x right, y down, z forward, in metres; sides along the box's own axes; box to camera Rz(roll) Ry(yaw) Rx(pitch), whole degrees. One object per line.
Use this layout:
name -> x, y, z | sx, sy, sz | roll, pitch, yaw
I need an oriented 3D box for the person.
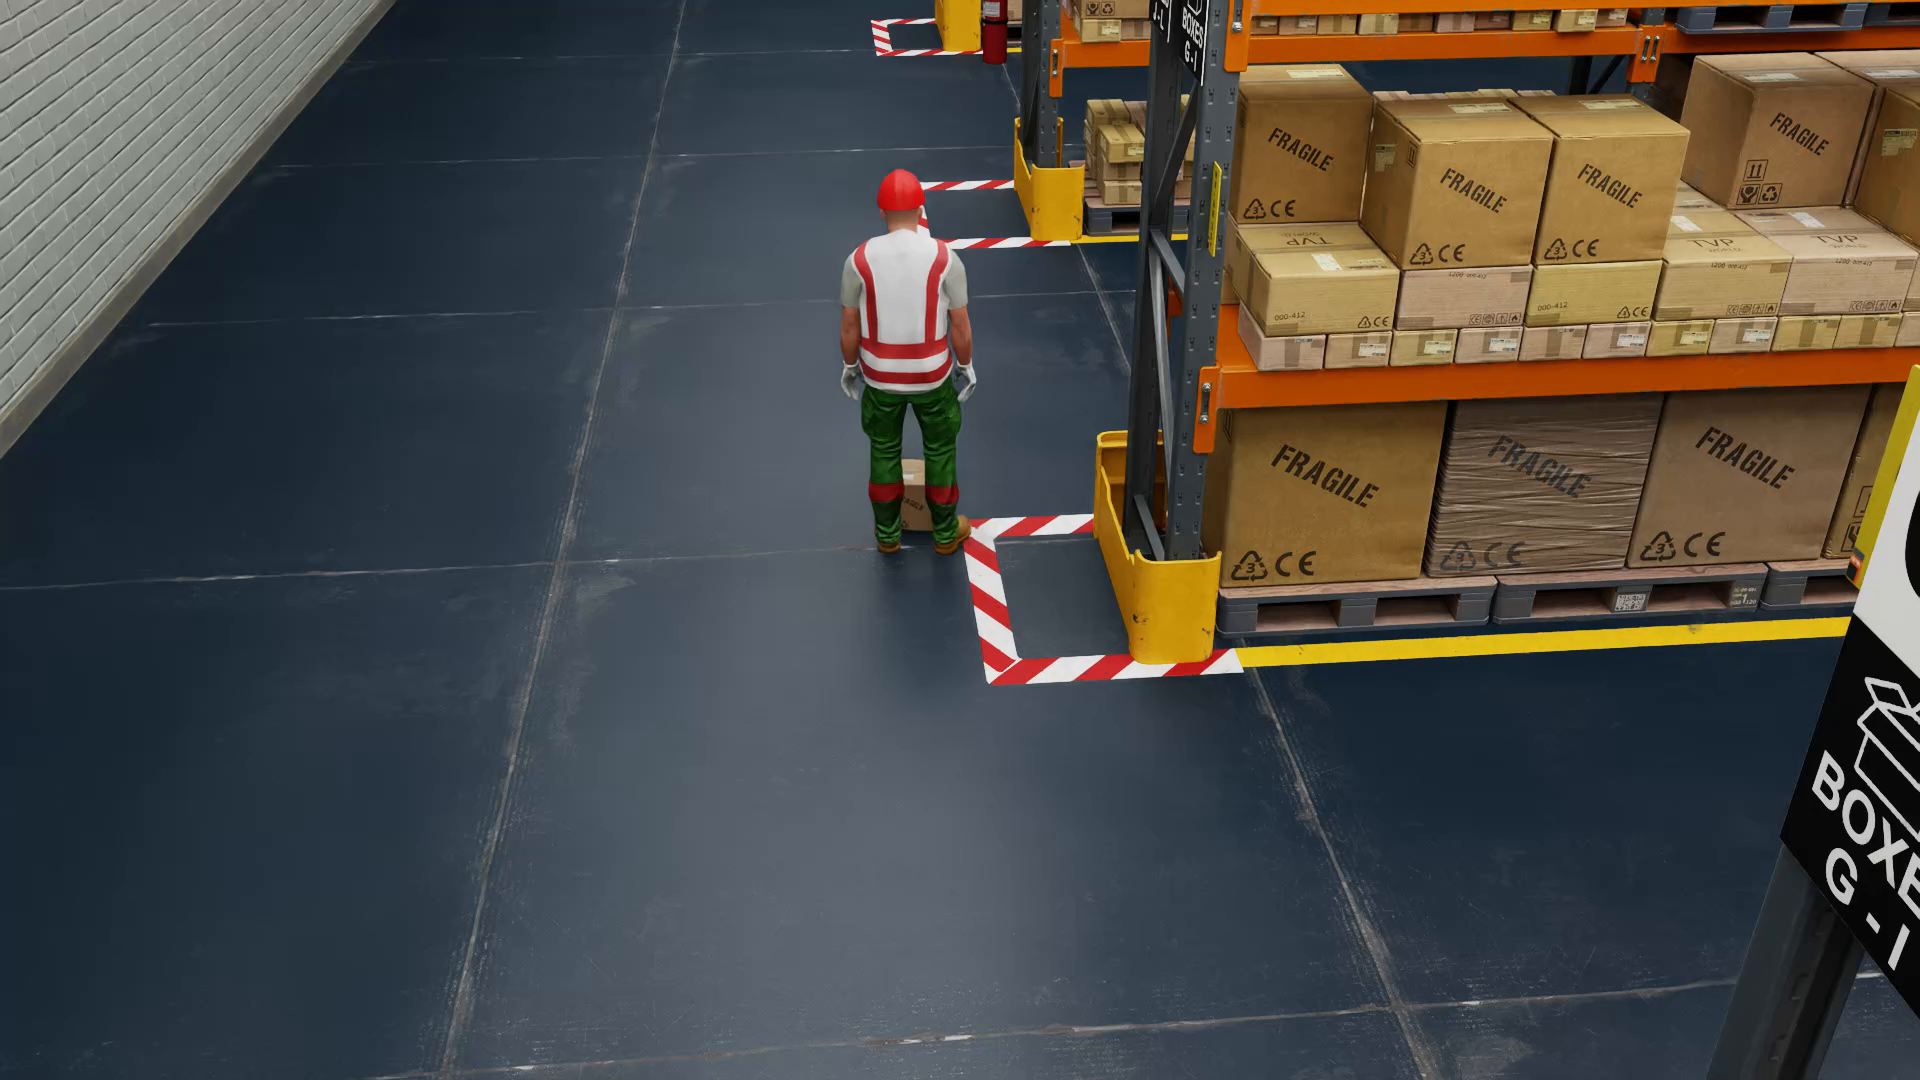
person -> -0.229, -0.754, 7.383 | 0.604, 1.777, 0.453 | 2, 31, 3
